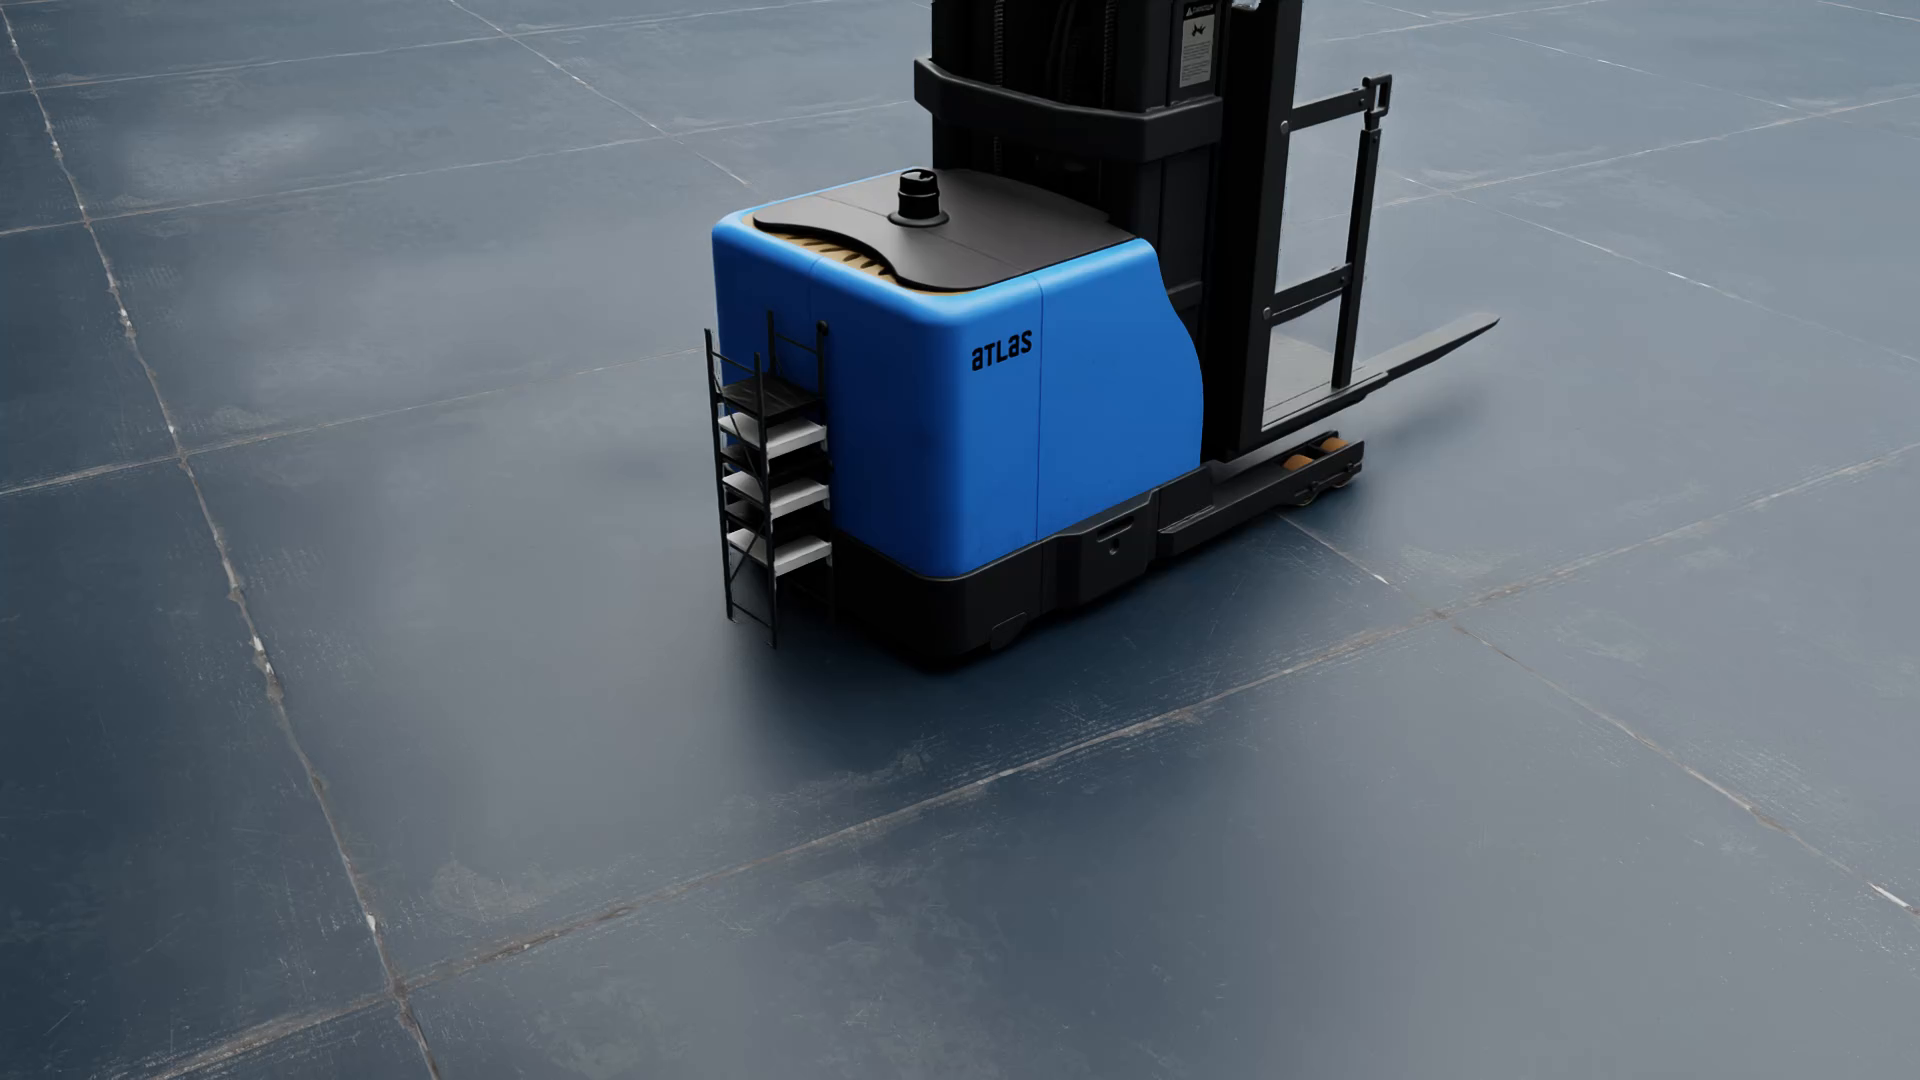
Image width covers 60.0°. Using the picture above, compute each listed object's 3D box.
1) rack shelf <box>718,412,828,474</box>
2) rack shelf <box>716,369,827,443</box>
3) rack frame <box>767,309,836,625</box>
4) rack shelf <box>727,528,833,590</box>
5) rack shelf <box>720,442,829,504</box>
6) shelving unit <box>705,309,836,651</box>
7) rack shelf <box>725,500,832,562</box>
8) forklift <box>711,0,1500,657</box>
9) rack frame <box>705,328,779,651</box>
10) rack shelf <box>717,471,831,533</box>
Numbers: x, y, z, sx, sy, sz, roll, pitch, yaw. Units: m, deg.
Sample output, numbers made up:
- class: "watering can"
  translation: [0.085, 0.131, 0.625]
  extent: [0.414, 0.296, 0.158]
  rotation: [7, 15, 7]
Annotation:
- class: "rack shelf"
  translation: [-0.518, -0.286, 4.534]
  extent: [0.200, 0.077, 0.258]
  rotation: [-24, 37, -36]
- class: "rack shelf"
  translation: [-0.518, -0.365, 4.490]
  extent: [0.200, 0.077, 0.258]
  rotation: [-24, 37, -36]
- class: "rack frame"
  translation: [-0.443, -0.191, 4.664]
  extent: [0.006, 0.900, 0.240]
  rotation: [-24, 37, -36]
- class: "rack shelf"
  translation: [-0.518, 0.029, 4.707]
  extent: [0.200, 0.077, 0.258]
  rotation: [-24, 37, -36]
- class: "rack shelf"
  translation: [-0.518, -0.207, 4.577]
  extent: [0.200, 0.077, 0.258]
  rotation: [-24, 37, -36]
- class: "shelving unit"
  translation: [-0.518, -0.158, 4.604]
  extent: [0.210, 0.900, 0.258]
  rotation: [-24, 37, -36]
- class: "rack shelf"
  translation: [-0.518, -0.050, 4.664]
  extent: [0.200, 0.077, 0.258]
  rotation: [-24, 37, -36]
- class: "forklift"
  translation: [0.712, -1.561, 5.045]
  extent: [3.031, 2.935, 1.130]
  rotation: [-24, 37, -36]
- class: "rack frame"
  translation: [-0.593, -0.125, 4.544]
  extent: [0.006, 0.900, 0.240]
  rotation: [-24, 37, -36]
- class: "rack shelf"
  translation: [-0.518, -0.129, 4.621]
  extent: [0.200, 0.077, 0.258]
  rotation: [-24, 37, -36]
